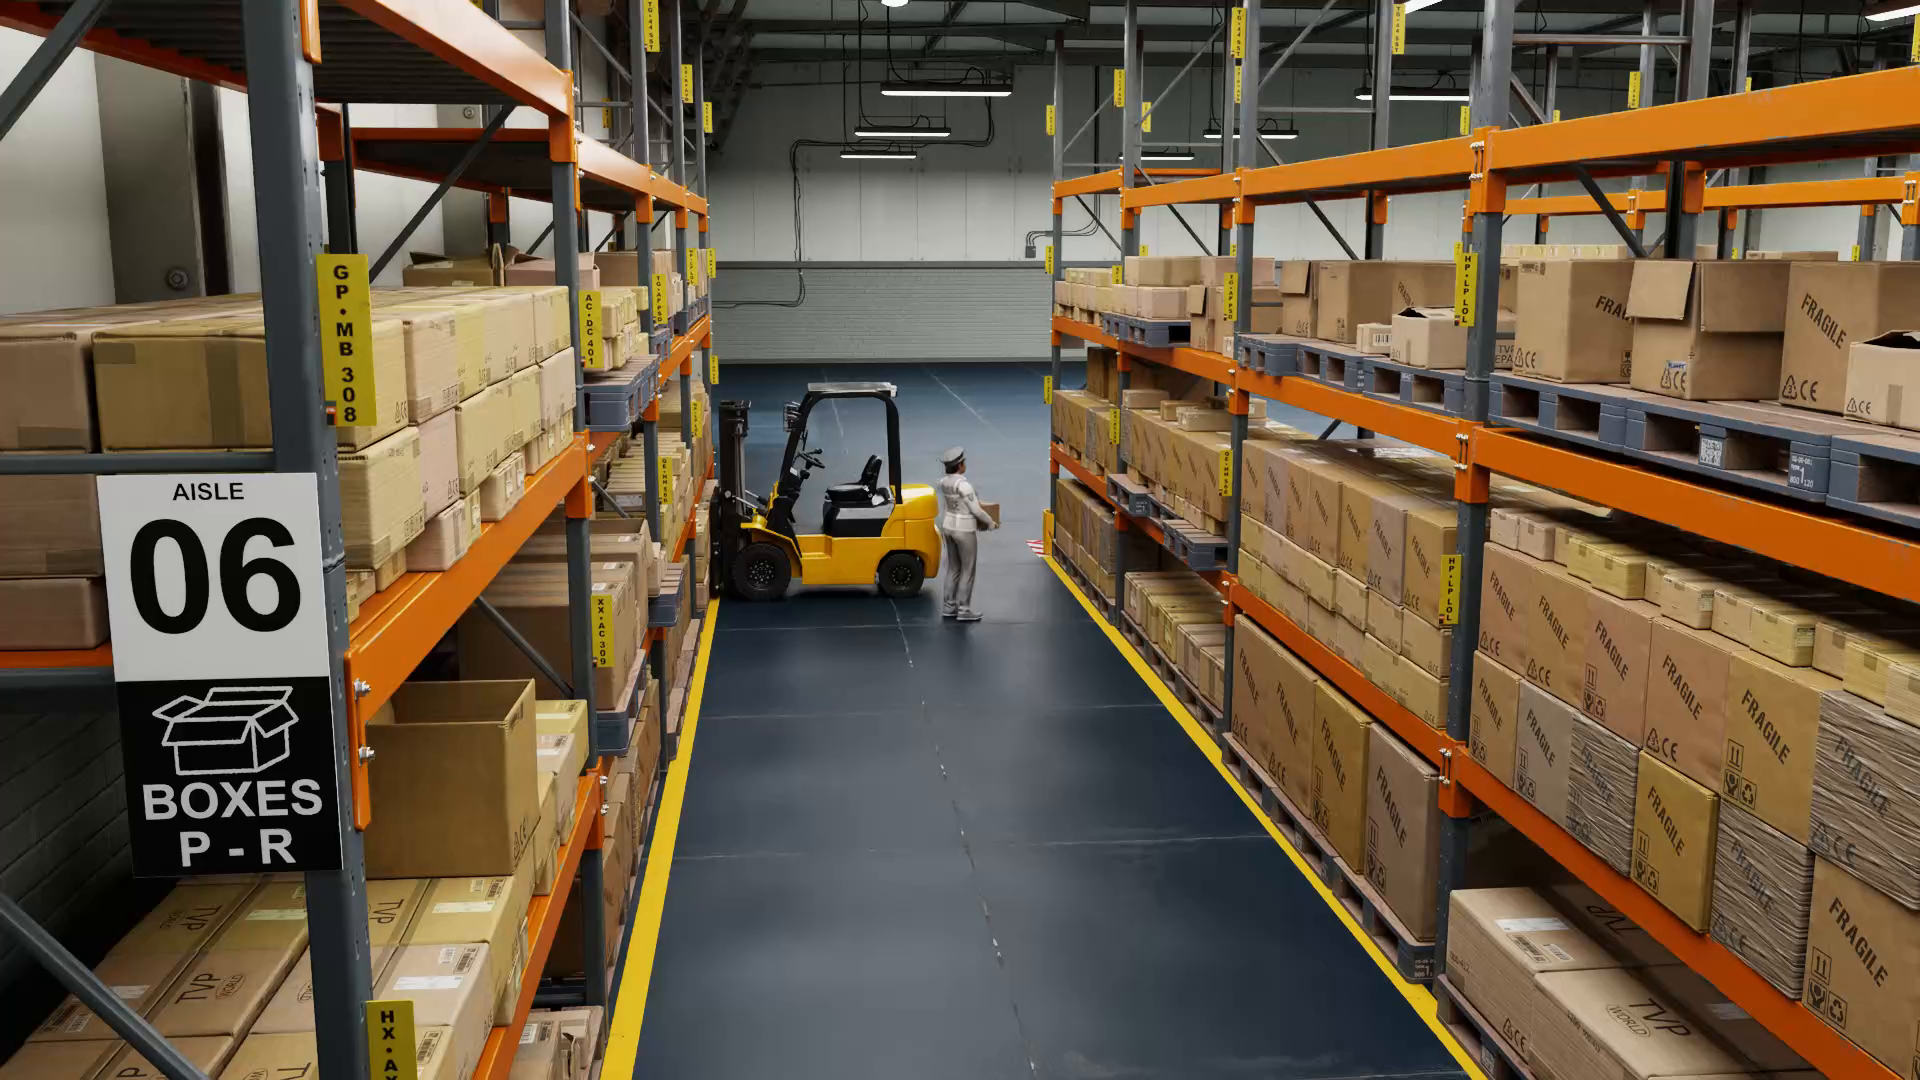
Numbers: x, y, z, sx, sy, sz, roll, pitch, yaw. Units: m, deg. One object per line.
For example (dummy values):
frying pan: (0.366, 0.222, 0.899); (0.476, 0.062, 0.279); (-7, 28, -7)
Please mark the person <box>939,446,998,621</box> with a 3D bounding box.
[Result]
person: (0.065, -0.075, 16.234); (0.554, 1.693, 0.466); (-7, 12, -33)
